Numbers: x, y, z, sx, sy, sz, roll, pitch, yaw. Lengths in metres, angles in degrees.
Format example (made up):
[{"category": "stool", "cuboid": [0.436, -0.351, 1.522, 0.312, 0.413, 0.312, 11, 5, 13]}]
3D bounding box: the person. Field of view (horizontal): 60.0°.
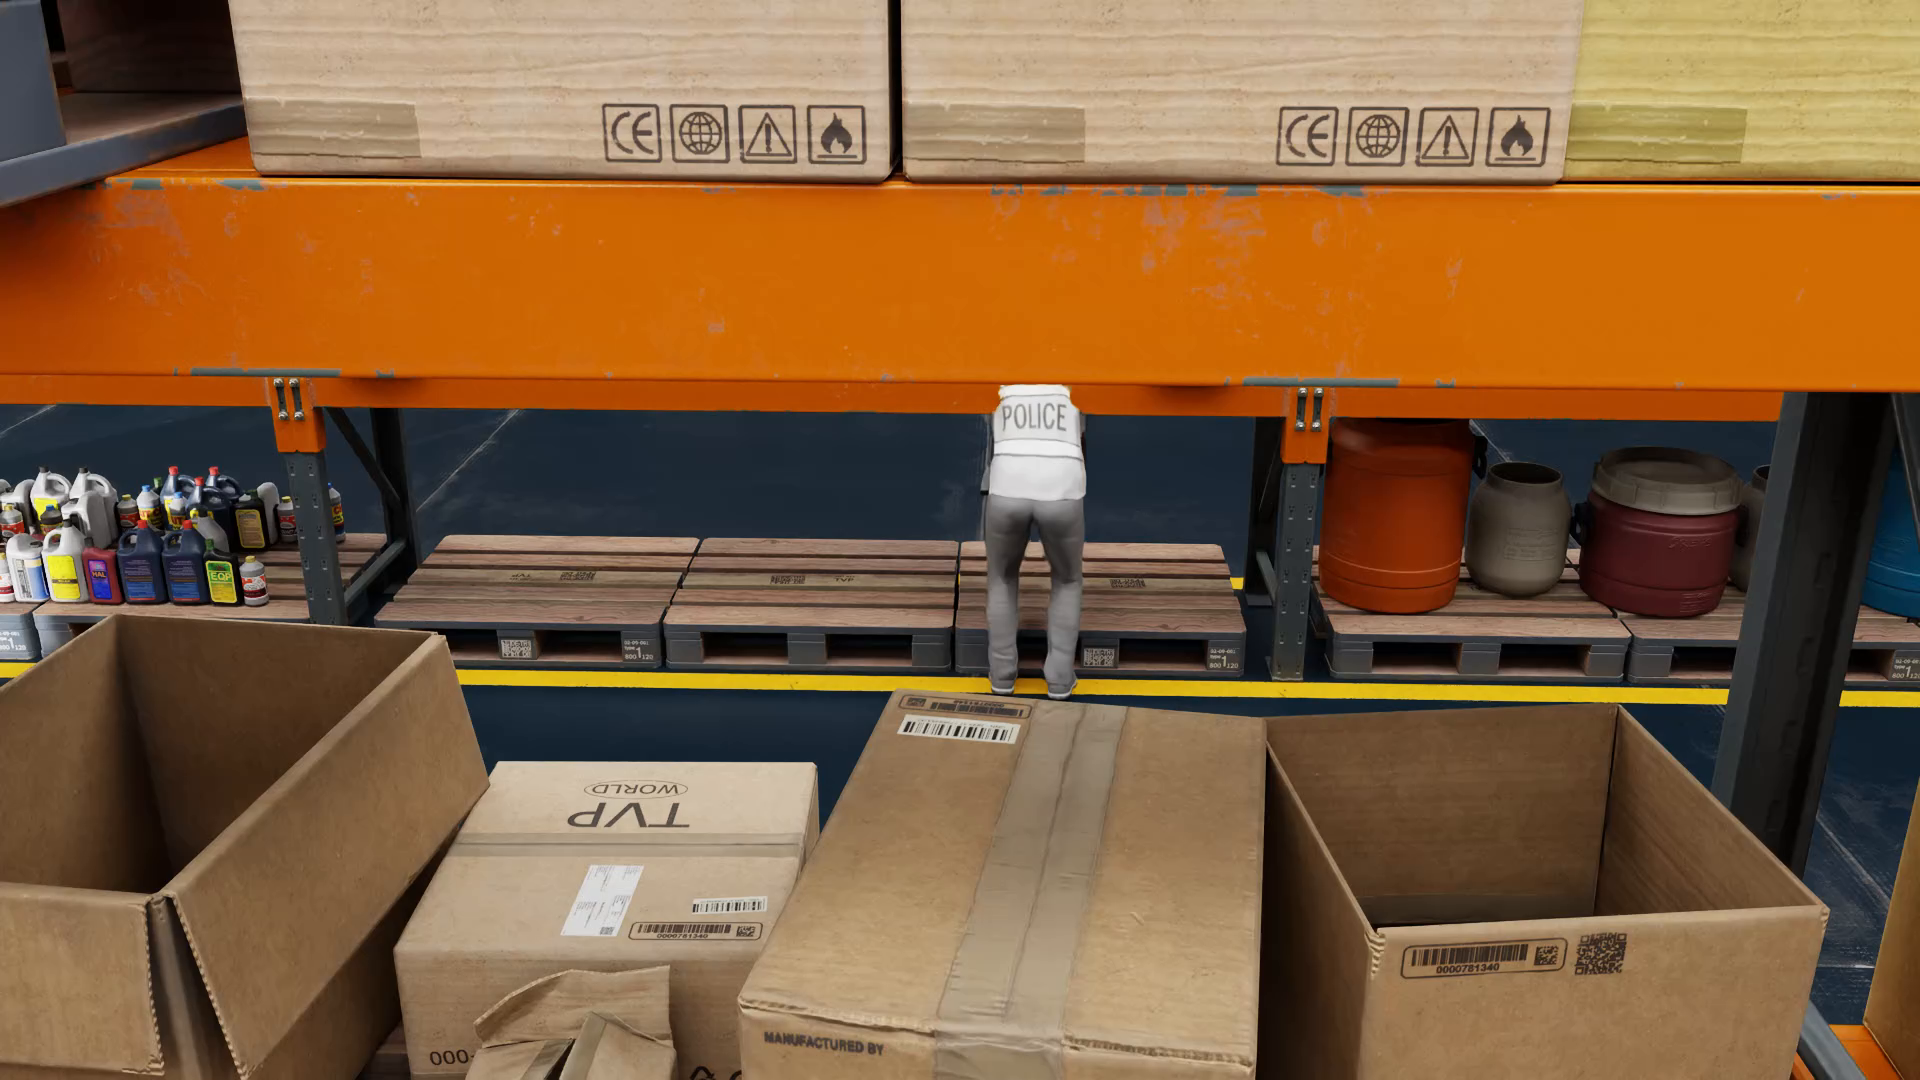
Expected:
[{"category": "person", "cuboid": [0.304, -0.163, 6.683, 0.412, 1.547, 0.698, 2, 21, 5]}]
